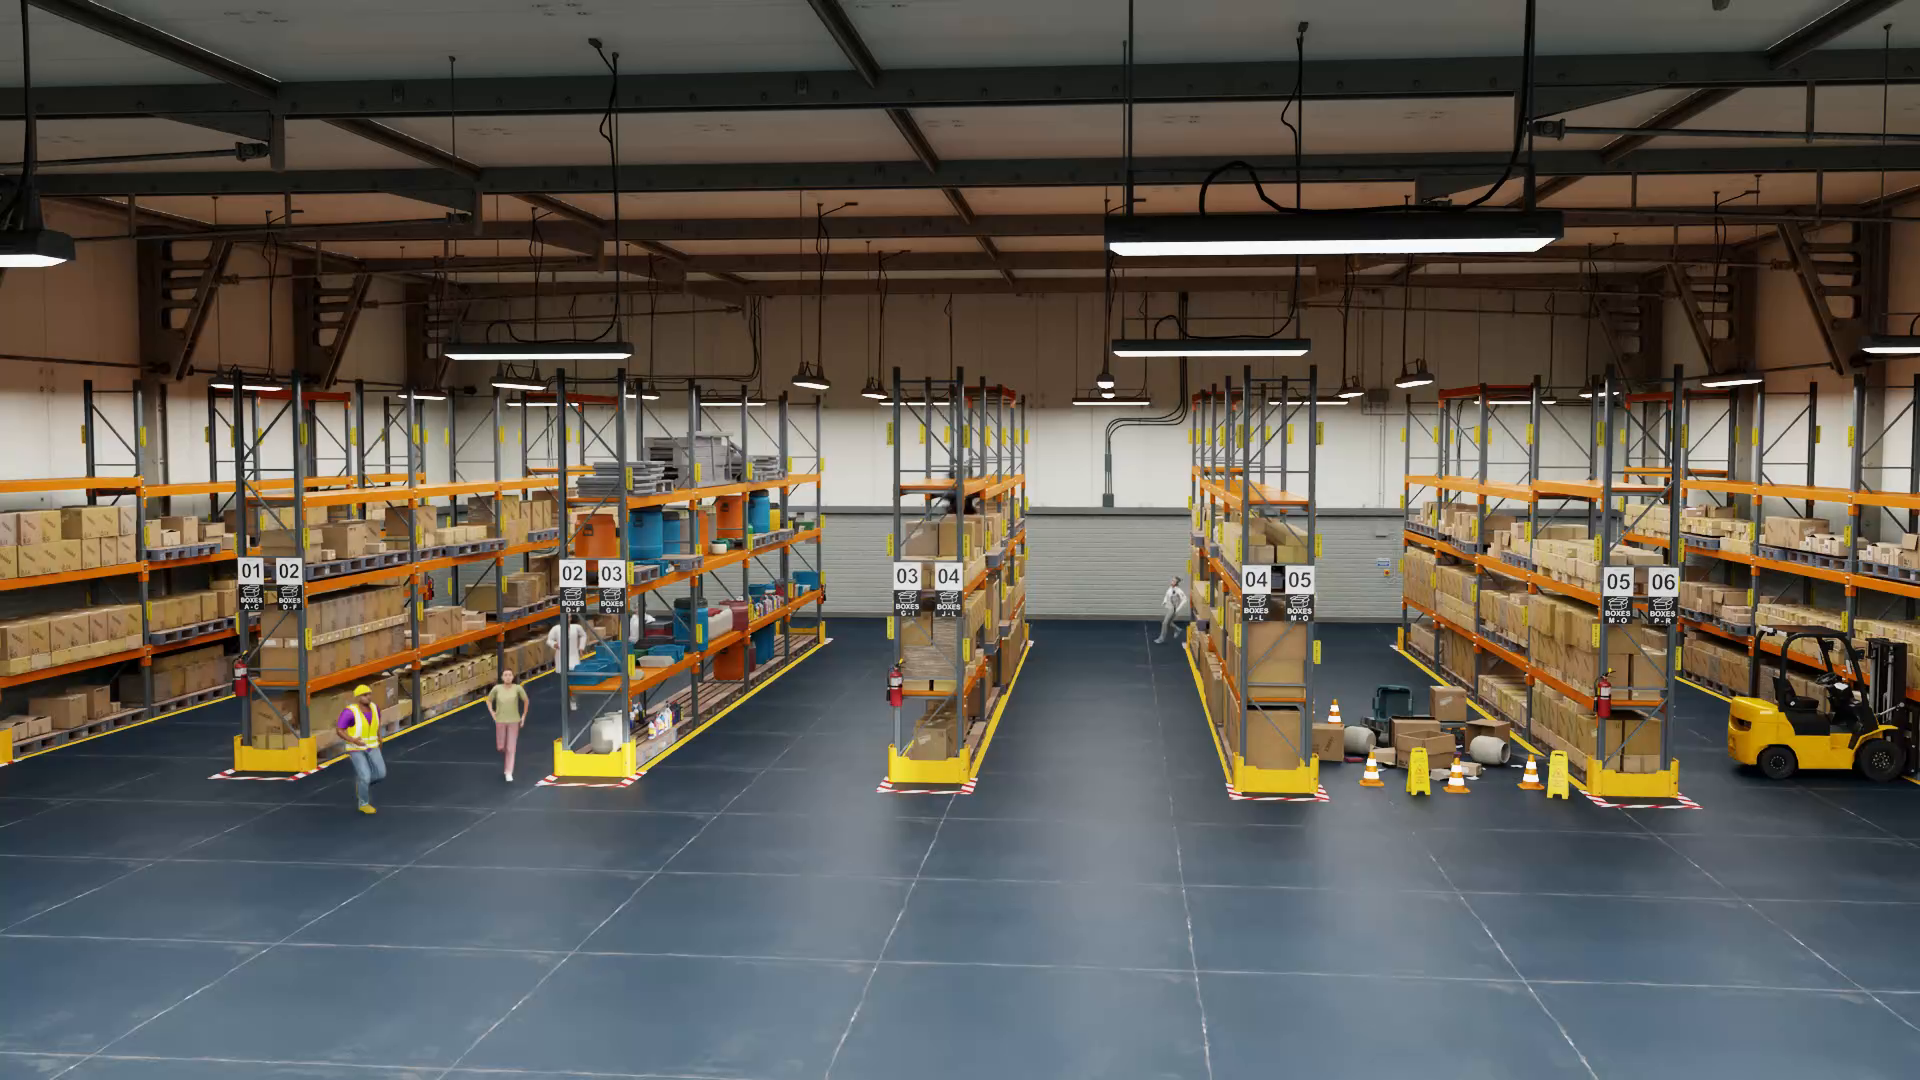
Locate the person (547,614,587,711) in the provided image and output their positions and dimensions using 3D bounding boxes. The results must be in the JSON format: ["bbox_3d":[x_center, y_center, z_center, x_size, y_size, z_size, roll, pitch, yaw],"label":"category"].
[{"bbox_3d":[-7.243,2.226,30.593,0.689,1.824,0.833,0,4,-6],"label":"person"}]

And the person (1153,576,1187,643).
[{"bbox_3d":[5.152,1.674,40.235,0.853,1.648,0.675,-2,4,-29],"label":"person"}]

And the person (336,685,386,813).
[{"bbox_3d":[-7.922,2.773,22.102,0.569,1.718,0.711,3,5,38],"label":"person"}]

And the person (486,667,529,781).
[{"bbox_3d":[-6.644,2.684,24.441,0.612,1.649,0.563,-1,4,-9],"label":"person"}]

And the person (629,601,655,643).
[{"bbox_3d":[-6.281,2.086,32.896,0.654,1.789,0.810,1,4,14],"label":"person"}]
